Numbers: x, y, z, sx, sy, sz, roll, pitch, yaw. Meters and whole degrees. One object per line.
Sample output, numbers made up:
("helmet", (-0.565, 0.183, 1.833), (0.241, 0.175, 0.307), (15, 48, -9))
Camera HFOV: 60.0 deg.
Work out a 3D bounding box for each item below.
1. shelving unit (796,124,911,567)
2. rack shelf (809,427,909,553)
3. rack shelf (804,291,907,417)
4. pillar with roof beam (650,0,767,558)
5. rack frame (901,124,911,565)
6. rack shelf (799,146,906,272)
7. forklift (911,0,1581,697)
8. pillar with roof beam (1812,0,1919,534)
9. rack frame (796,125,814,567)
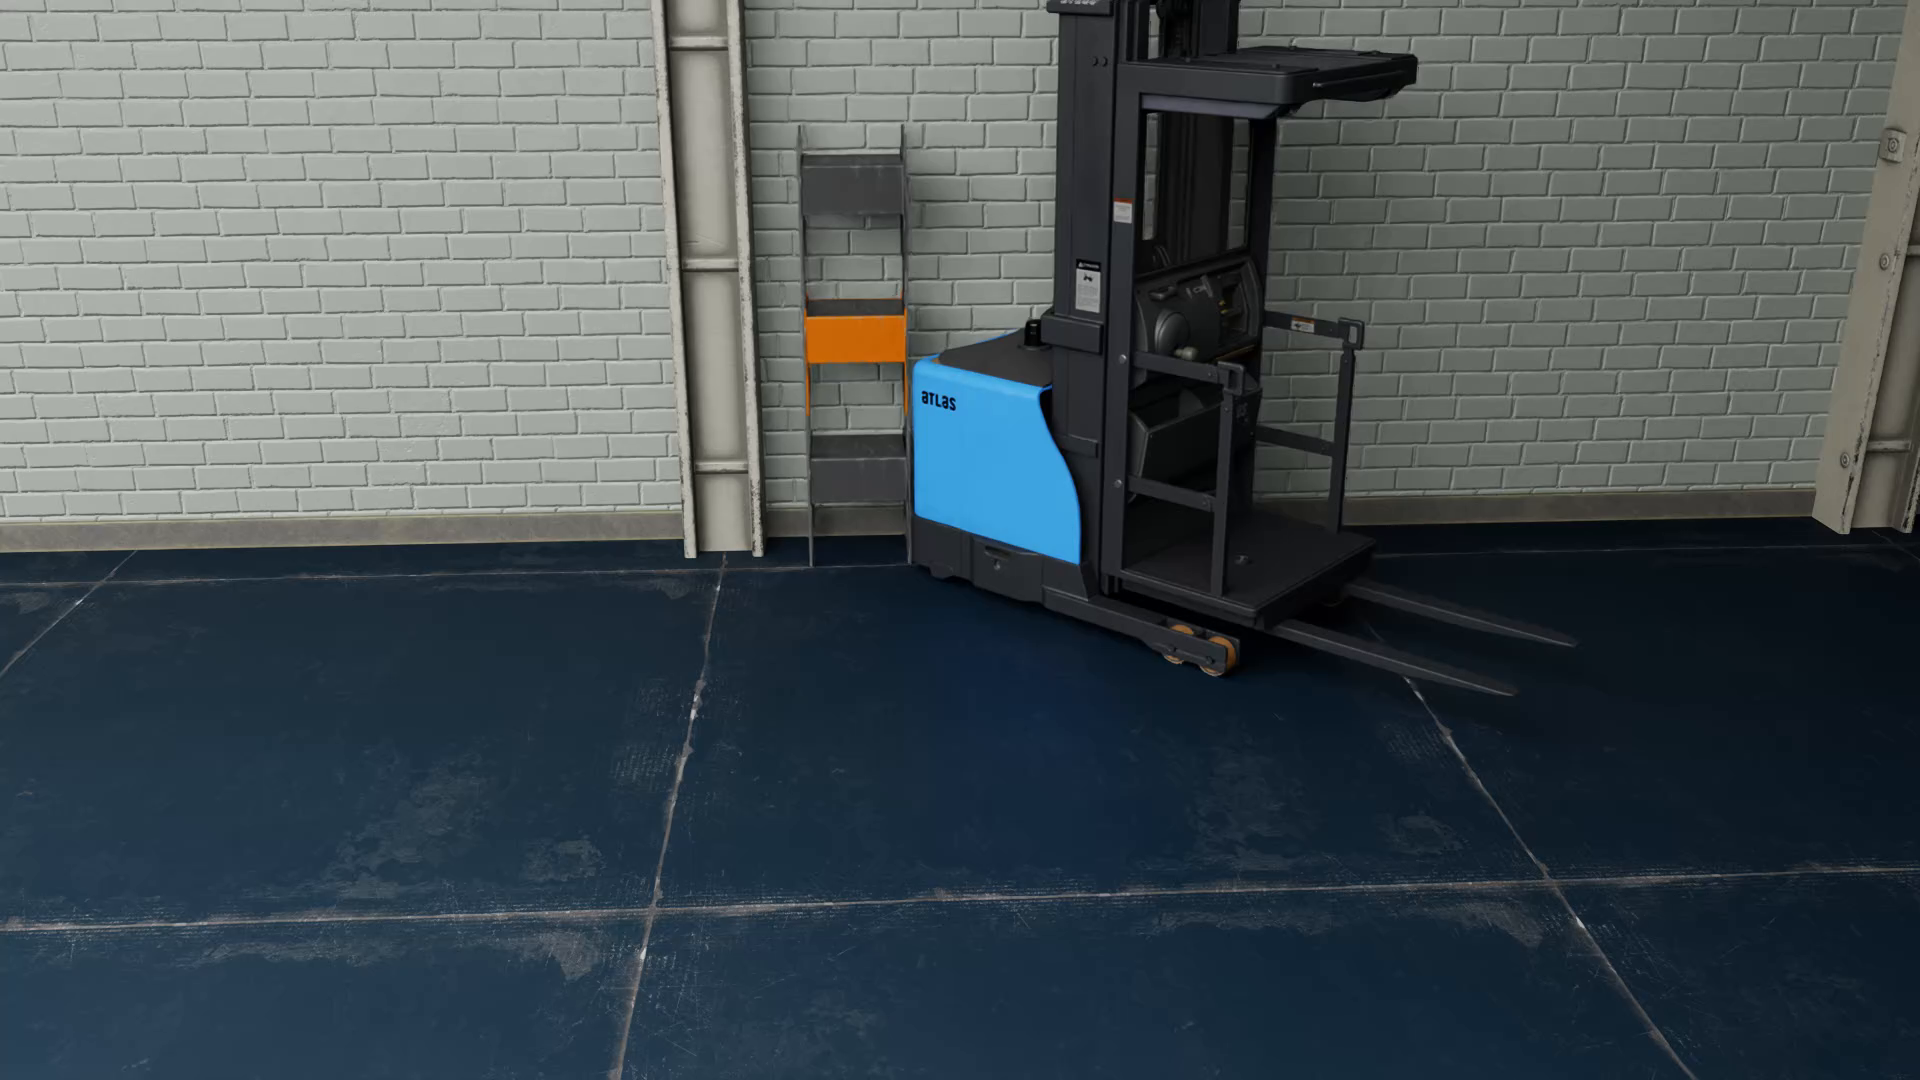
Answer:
("shelving unit", (-0.506, -0.925, 8.092), (0.503, 2.100, 0.431), (-1, 20, -4))
("rack shelf", (-0.507, -0.256, 8.340), (0.480, 0.518, 0.431), (-1, 20, -4))
("rack shelf", (-0.506, -0.912, 8.097), (0.480, 0.518, 0.431), (-1, 20, -4))
("pillar with roof beam", (-0.951, -2.644, 2.919), (0.400, 9.000, 9.100), (-1, 21, -3))
("rack frame", (-0.263, -0.930, 8.108), (0.015, 2.100, 0.400), (-1, 20, -4))
("rack shelf", (-0.505, -1.569, 7.854), (0.480, 0.518, 0.431), (-1, 20, -4))
("forklift", (1.208, -1.000, 7.129), (3.031, 2.935, 1.130), (17, 27, 38))
("pillar with roof beam", (5.039, -2.766, 3.240), (0.400, 9.000, 9.100), (-1, 21, -3))
("rack frame", (-0.750, -0.919, 8.076), (0.015, 2.100, 0.400), (-1, 20, -4))
